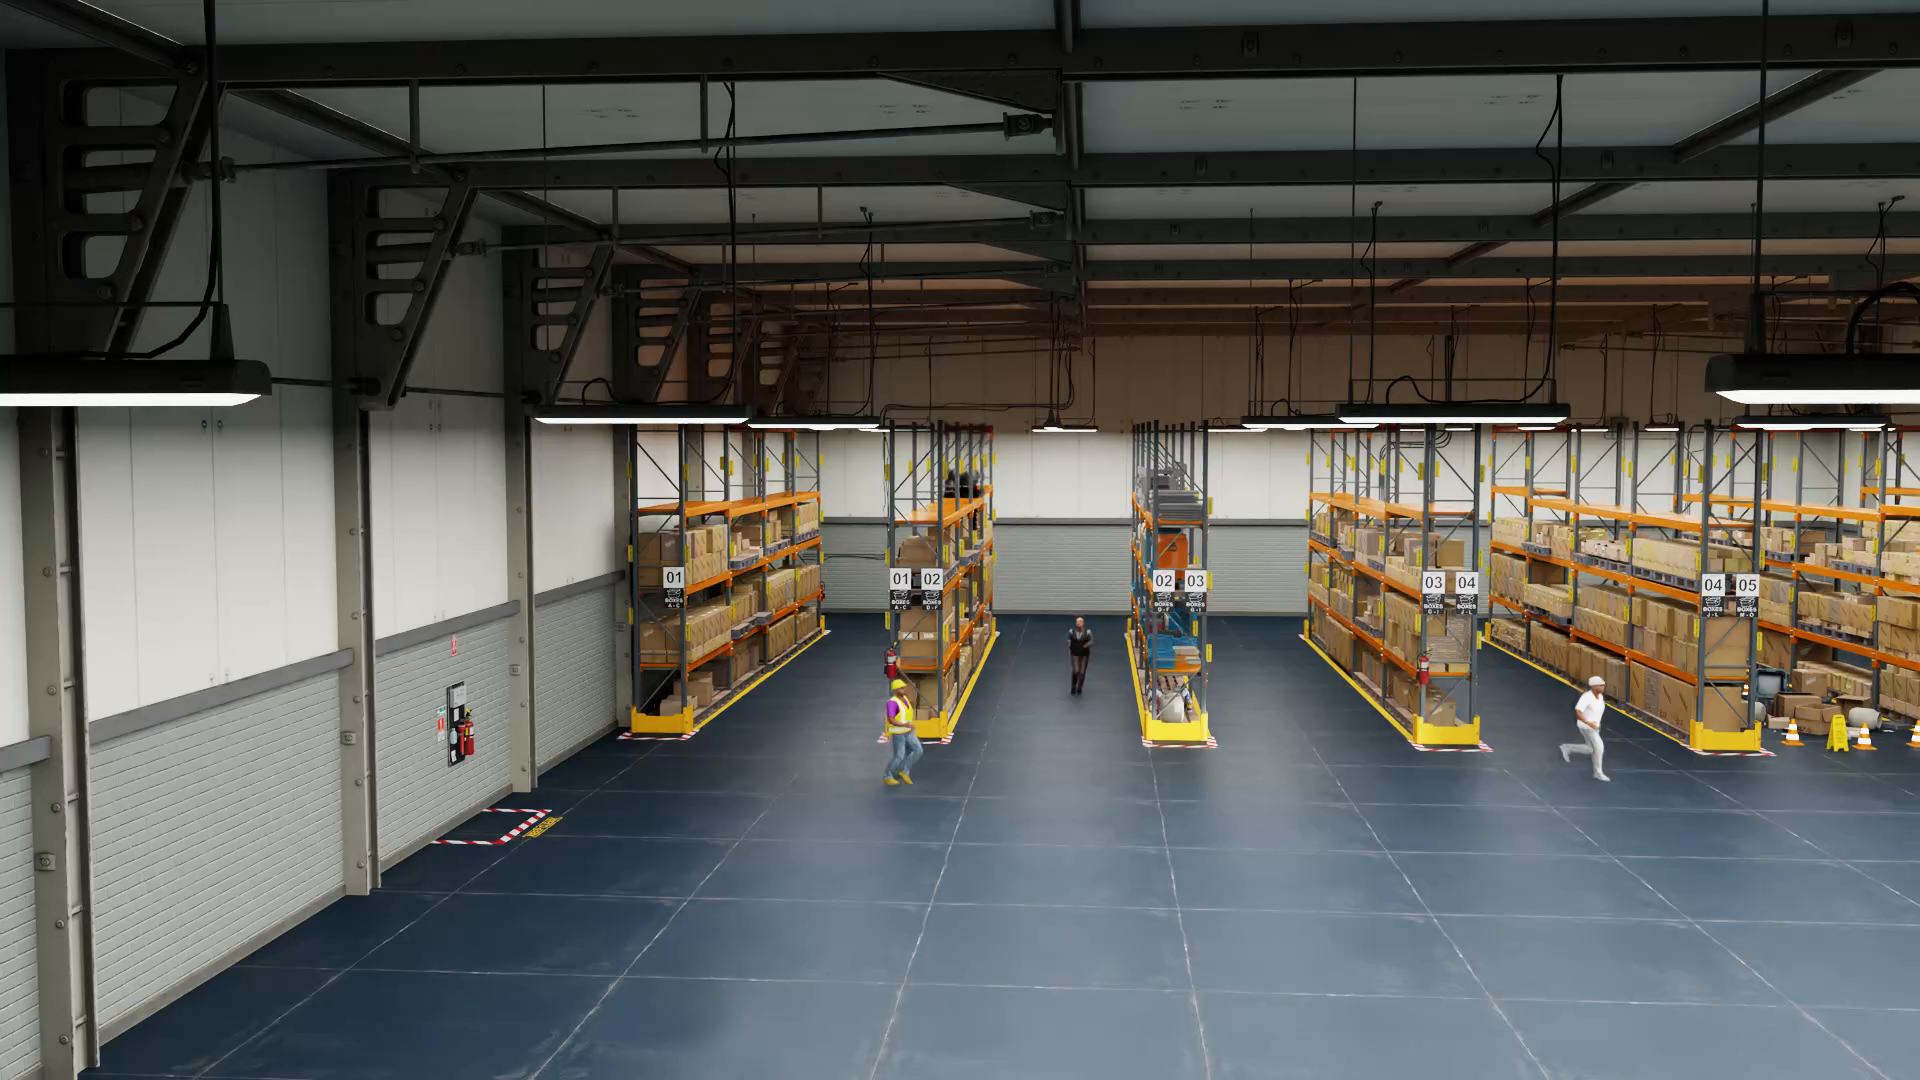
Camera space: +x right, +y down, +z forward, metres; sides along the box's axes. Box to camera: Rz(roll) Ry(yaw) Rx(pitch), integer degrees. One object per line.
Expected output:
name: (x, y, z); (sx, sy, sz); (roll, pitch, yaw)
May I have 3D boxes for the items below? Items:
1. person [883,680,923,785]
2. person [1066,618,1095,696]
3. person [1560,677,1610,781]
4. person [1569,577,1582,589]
person: (-0.935, 3.139, 27.106); (0.683, 1.746, 0.715); (2, 4, 30)
person: (2.644, 2.569, 36.505); (0.632, 1.731, 0.697); (0, 4, 3)
person: (10.444, 3.127, 27.772); (0.855, 1.742, 0.714); (3, 5, 41)
person: (17.341, 1.858, 47.274); (0.650, 1.741, 0.693); (0, 4, 8)
